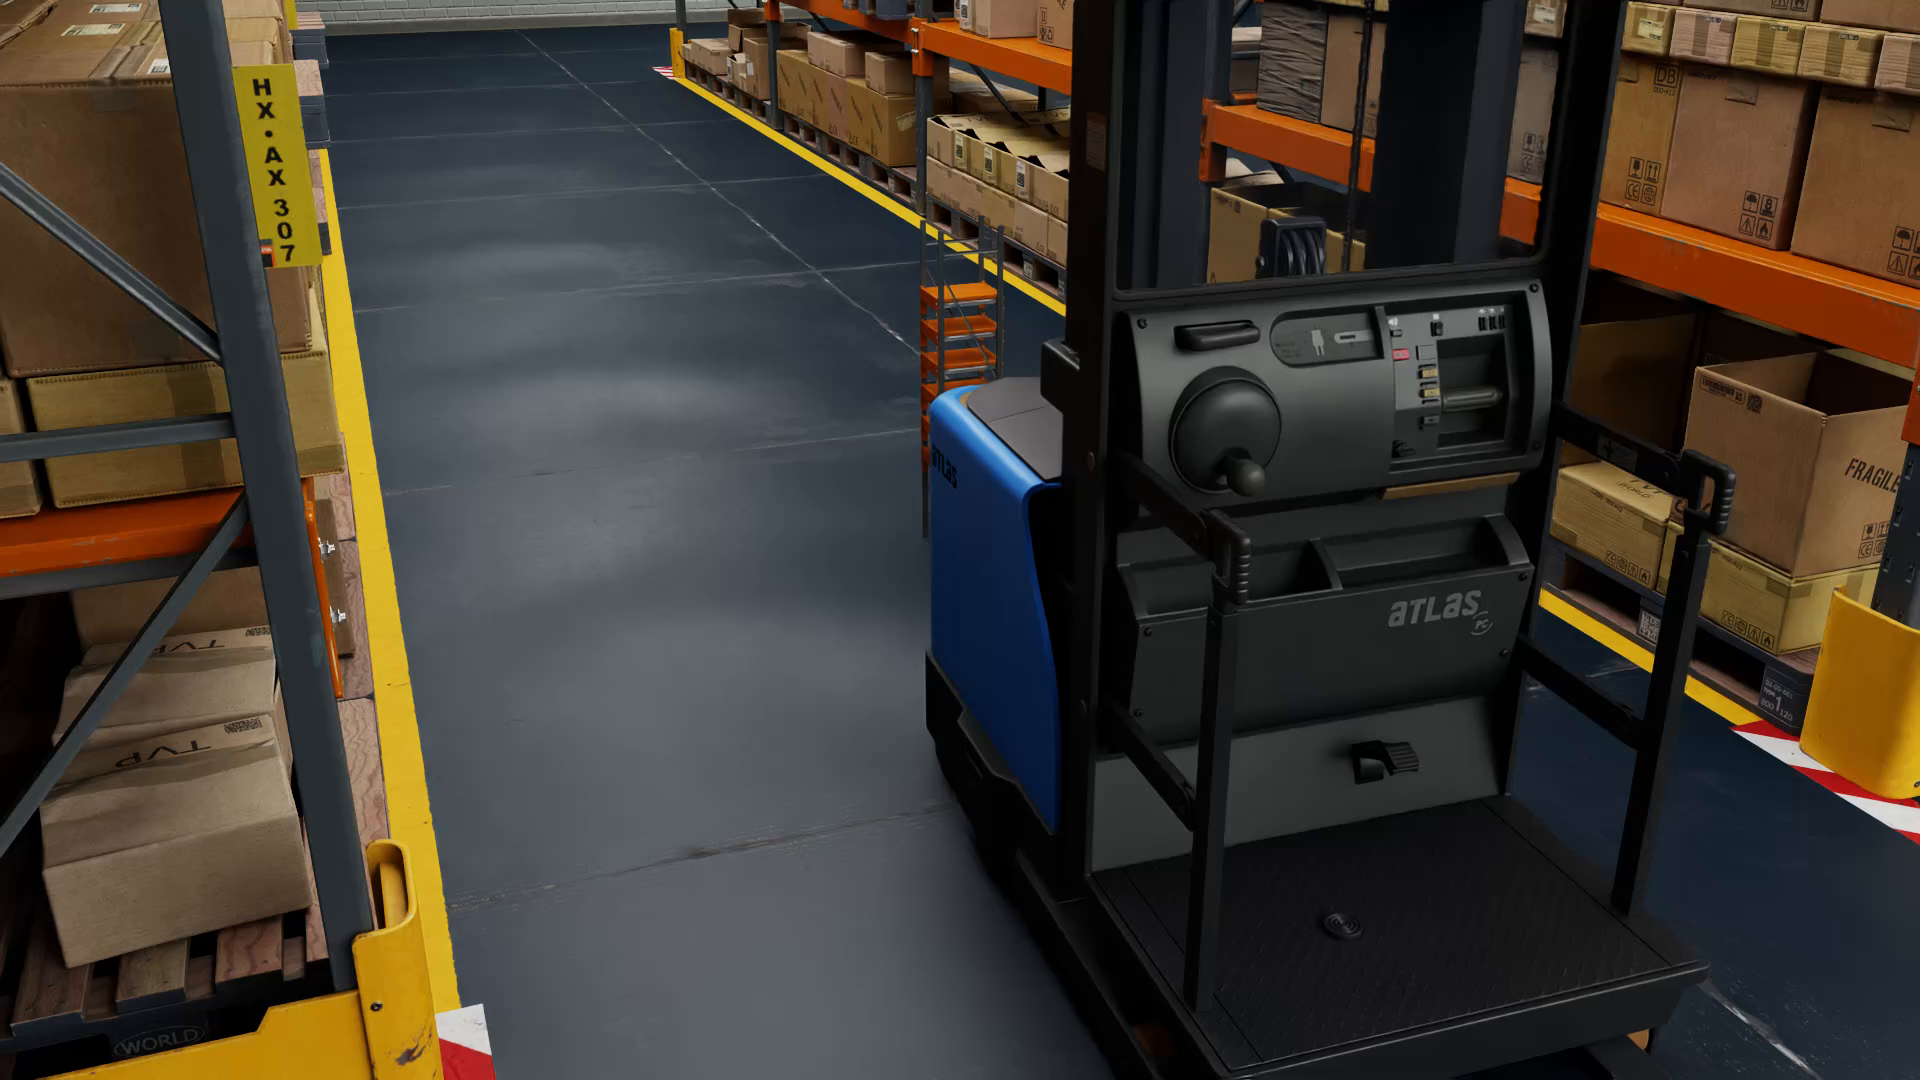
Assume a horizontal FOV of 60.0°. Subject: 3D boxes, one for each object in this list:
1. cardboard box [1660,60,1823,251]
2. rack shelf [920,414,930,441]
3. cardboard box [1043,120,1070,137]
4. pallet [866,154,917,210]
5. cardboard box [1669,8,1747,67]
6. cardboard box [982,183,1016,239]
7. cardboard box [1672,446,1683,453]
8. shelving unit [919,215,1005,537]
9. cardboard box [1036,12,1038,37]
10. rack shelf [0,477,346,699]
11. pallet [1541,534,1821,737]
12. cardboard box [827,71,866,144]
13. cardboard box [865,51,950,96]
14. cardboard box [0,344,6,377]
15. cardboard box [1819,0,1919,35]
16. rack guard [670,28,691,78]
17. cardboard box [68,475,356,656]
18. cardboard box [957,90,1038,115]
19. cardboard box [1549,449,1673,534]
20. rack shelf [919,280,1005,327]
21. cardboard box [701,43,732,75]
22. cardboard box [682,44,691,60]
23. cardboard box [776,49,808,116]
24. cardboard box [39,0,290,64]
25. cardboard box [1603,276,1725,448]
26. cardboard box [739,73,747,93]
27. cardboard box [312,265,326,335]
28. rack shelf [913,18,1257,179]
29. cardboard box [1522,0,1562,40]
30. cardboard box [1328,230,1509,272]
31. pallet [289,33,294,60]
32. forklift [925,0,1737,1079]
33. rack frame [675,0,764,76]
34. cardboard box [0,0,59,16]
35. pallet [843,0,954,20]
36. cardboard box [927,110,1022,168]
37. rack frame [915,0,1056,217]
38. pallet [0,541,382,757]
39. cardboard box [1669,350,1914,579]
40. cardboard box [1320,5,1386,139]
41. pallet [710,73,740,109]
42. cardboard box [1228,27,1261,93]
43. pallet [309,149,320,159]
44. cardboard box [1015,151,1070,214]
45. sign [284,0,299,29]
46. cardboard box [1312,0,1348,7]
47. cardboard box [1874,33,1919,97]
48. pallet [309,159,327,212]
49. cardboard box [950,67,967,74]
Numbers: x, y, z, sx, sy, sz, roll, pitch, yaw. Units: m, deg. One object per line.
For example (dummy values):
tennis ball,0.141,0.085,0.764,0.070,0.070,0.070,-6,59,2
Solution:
cardboard box,2.667,-1.222,5.159,0.700,0.500,0.500,-8,24,-18
rack shelf,0.005,-0.396,6.068,0.258,0.103,0.180,-8,24,-19
cardboard box,0.789,-2.562,10.743,0.500,0.311,0.500,-9,24,-20
pallet,-0.045,-2.713,12.414,1.003,0.211,1.213,-8,24,-19
cardboard box,2.426,-1.552,5.105,0.380,0.149,0.250,-8,24,-18
cardboard box,0.462,-2.046,10.243,0.500,0.250,0.500,-9,24,-20
cardboard box,2.672,-0.329,6.168,0.500,0.250,0.500,-8,24,-19
shelving unit,0.005,-0.548,6.005,0.258,1.200,0.189,-8,24,-19
cardboard box,0.687,-3.150,10.185,0.380,0.149,0.250,-7,24,-15
rack shelf,-2.330,-0.529,4.568,1.077,0.370,4.000,-8,24,-19
pallet,2.701,0.198,5.507,1.003,0.211,1.213,-8,24,-19
cardboard box,-0.740,-3.458,13.243,0.500,0.500,0.500,-9,25,-21
cardboard box,-0.390,-3.445,12.248,0.500,0.250,0.500,-7,24,-17
cardboard box,-1.988,-0.561,2.921,0.500,0.500,0.500,-9,24,-20
cardboard box,2.838,-1.649,4.501,0.700,0.500,0.500,-8,24,-19
rack guard,-2.616,-5.449,18.533,1.175,0.500,0.348,-8,24,-19
cardboard box,-2.197,0.071,4.870,0.700,0.500,0.500,-10,25,-22
cardboard box,0.290,-2.977,12.102,0.500,0.500,0.500,-7,24,-17
cardboard box,2.178,-0.257,5.996,0.500,0.250,0.500,-8,24,-19
rack shelf,0.005,-0.838,5.882,0.258,0.103,0.180,-8,24,-19
cardboard box,-2.362,-4.964,17.139,0.500,0.250,0.500,-8,24,-19
cardboard box,-2.816,-5.318,18.109,0.380,0.149,0.250,-8,24,-19
cardboard box,-1.286,-4.016,14.569,0.500,0.500,0.500,-9,25,-21
cardboard box,-1.852,-1.003,3.970,0.500,0.500,0.500,-9,25,-21
cardboard box,2.661,-0.673,6.019,0.500,0.500,0.500,-8,24,-19
cardboard box,-1.885,-4.360,15.836,0.380,0.149,0.250,-8,24,-19
cardboard box,-1.870,-0.667,4.138,0.500,0.250,0.500,-9,24,-20
rack shelf,0.890,-2.663,9.632,1.077,0.370,4.000,-8,24,-19
cardboard box,2.147,-1.835,5.779,0.380,0.149,0.250,-9,24,-20
cardboard box,1.821,-0.965,6.712,0.500,0.500,0.500,-8,24,-19
pallet,-3.712,-2.238,7.945,1.003,0.211,1.213,-8,24,-19
forklift,0.844,-0.283,3.149,1.130,2.935,3.031,-7,24,-17
rack frame,-2.642,-6.628,18.113,1.000,3.000,0.127,-8,24,-19
cardboard box,-2.522,-1.116,4.237,0.500,0.500,0.500,-8,24,-18
pallet,-0.121,-3.869,11.816,1.213,0.211,1.003,-8,24,-19
cardboard box,0.094,-2.676,11.013,0.500,0.311,0.500,-7,24,-17
rack frame,0.184,-3.721,11.217,1.000,3.000,0.127,-8,24,-19
pallet,-2.331,0.381,5.073,1.003,0.211,1.213,-8,24,-19
cardboard box,2.542,-0.240,4.992,0.500,0.500,0.500,-8,24,-19
cardboard box,1.952,-1.963,6.916,0.700,0.500,0.500,-9,24,-20
pallet,-1.906,-4.583,16.853,1.003,0.211,1.213,-8,24,-19
cardboard box,1.382,-2.372,8.208,0.500,0.250,0.500,-7,24,-16
pallet,-5.519,-2.939,12.950,1.003,0.211,1.213,-8,24,-19
cardboard box,0.648,-2.113,9.680,0.500,0.311,0.500,-9,24,-20
sign,-2.531,-2.063,6.168,0.100,0.325,0.005,-8,24,-19
cardboard box,1.692,-2.304,6.890,0.380,0.149,0.250,-9,24,-20
cardboard box,2.697,-1.272,4.442,0.380,0.149,0.250,-9,24,-20
pallet,-5.084,-2.495,11.897,1.003,0.211,1.213,-8,24,-19
cardboard box,-0.262,-3.538,13.434,0.500,0.500,0.500,-9,25,-21
